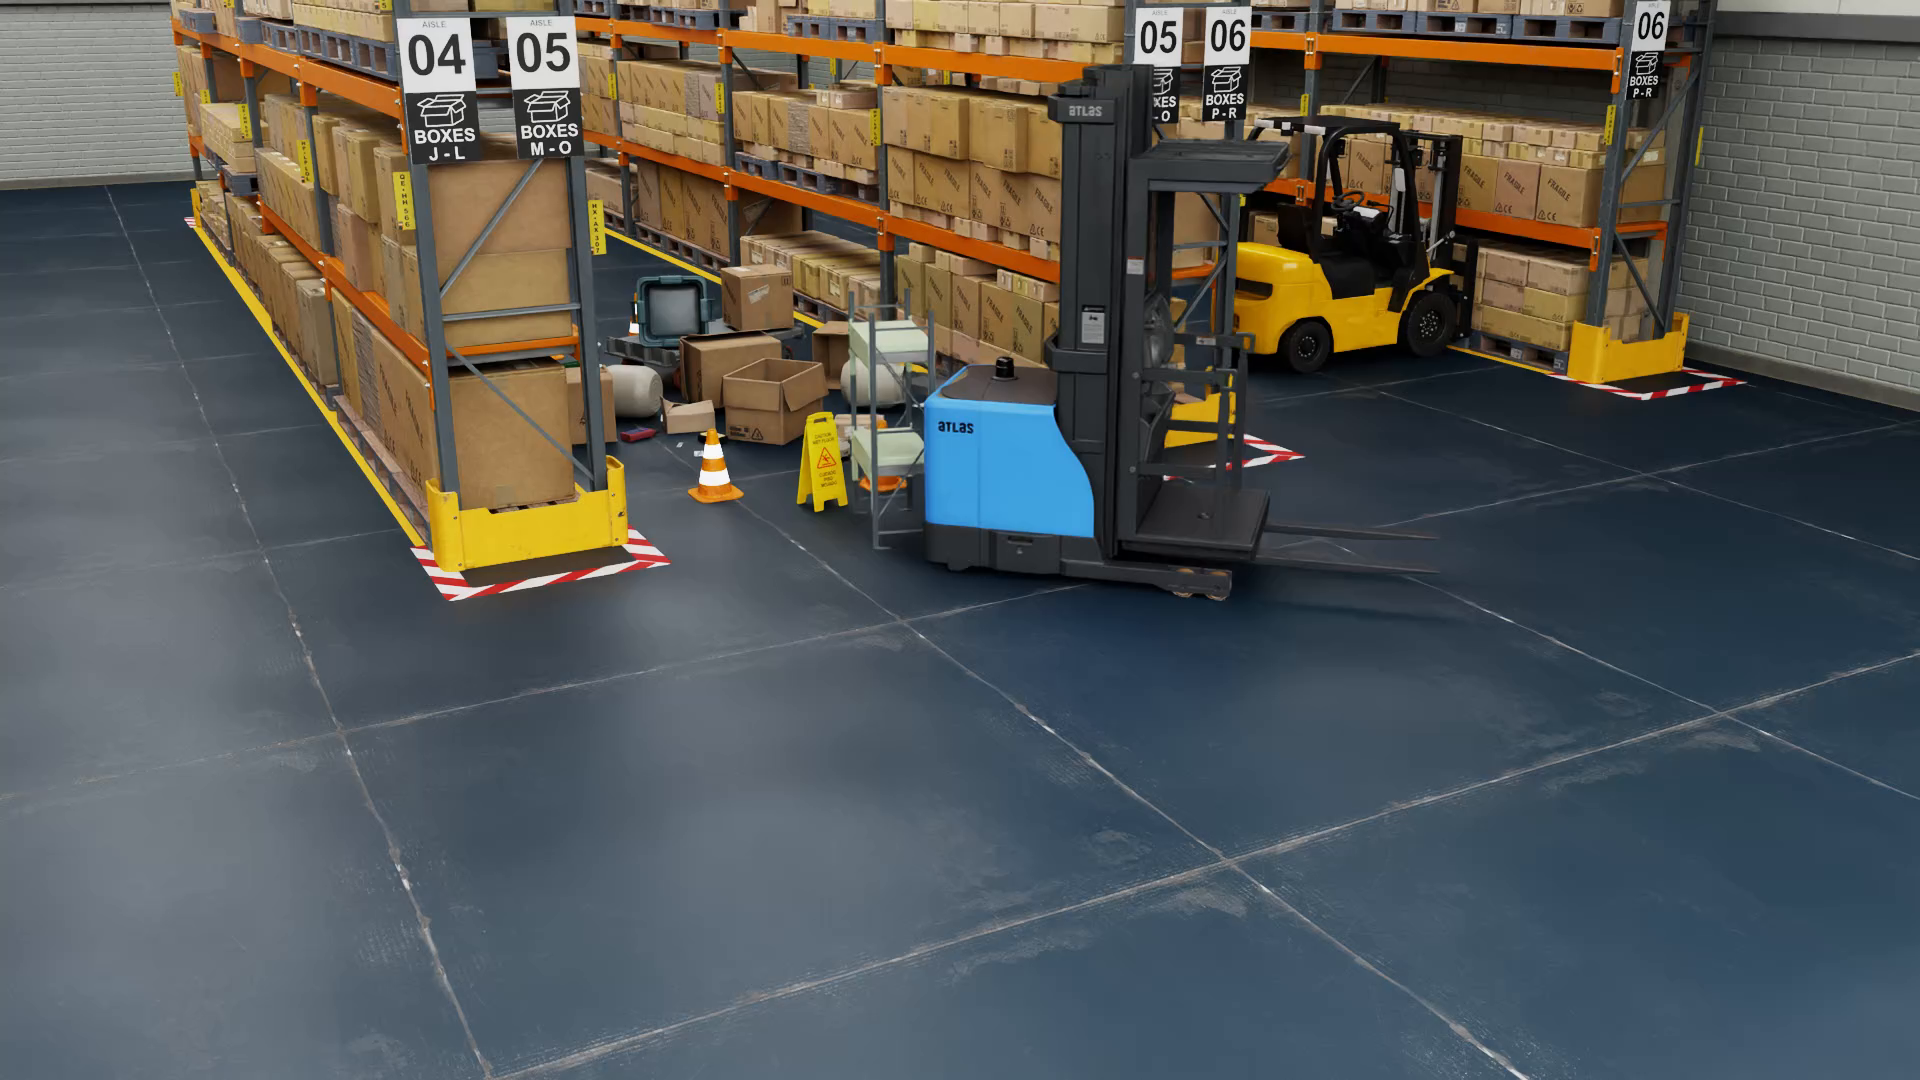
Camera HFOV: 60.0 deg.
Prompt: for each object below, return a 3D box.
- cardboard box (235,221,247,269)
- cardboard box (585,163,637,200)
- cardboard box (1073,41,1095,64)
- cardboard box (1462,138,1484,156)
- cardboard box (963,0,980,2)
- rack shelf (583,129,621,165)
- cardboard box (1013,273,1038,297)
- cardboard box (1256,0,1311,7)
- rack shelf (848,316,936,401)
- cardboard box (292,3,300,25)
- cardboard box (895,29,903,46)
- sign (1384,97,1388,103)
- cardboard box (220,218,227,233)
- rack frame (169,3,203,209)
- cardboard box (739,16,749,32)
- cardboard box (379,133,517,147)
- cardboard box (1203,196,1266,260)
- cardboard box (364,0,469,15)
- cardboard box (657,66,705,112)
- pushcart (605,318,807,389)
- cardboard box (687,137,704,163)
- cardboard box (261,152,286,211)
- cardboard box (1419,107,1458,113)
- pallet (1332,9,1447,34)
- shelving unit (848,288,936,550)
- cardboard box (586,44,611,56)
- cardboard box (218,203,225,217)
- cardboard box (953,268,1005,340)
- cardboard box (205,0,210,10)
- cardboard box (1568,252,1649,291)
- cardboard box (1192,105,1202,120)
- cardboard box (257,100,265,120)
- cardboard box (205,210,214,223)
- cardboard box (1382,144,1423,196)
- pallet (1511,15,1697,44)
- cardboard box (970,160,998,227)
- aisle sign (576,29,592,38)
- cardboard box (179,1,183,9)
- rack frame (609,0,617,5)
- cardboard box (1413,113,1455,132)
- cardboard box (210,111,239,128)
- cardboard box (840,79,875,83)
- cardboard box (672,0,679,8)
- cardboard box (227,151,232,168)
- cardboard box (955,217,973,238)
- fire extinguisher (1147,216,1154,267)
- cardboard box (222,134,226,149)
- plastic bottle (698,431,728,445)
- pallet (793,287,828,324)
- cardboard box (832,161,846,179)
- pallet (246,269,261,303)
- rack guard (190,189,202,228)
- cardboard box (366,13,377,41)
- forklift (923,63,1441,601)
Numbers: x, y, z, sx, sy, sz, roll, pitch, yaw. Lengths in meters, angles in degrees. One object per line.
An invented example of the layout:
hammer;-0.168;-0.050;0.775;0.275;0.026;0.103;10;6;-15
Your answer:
cardboard box;-8.023;-3.419;19.130;0.500;0.500;0.500;-9;21;-24
cardboard box;-5.141;-5.303;24.686;0.875;0.438;0.875;-9;21;-25
cardboard box;1.051;-3.583;12.202;0.380;0.149;0.250;-10;21;-26
cardboard box;4.938;-3.703;15.615;0.380;0.149;0.250;-10;21;-26
cardboard box;0.243;-4.476;13.569;0.380;0.149;0.250;-10;22;-27
rack shelf;-5.034;-5.837;24.052;1.077;0.370;4.000;-10;21;-27
cardboard box;0.654;-2.075;13.474;0.380;0.149;0.250;-10;21;-26
cardboard box;3.523;-5.868;17.779;0.500;0.311;0.500;-11;22;-28
rack shelf;-0.435;-1.152;10.473;0.431;0.370;0.720;-4;20;-12
cardboard box;-4.720;-3.899;12.320;0.380;0.149;0.250;-10;22;-28
cardboard box;-0.354;-4.477;14.793;0.380;0.149;0.250;-10;22;-27
sign;4.569;-4.609;17.942;0.100;0.325;0.005;-10;21;-27
cardboard box;-8.962;-3.916;20.651;0.380;0.149;0.250;-11;22;-29
rack frame;-10.292;-5.955;23.292;1.000;3.000;0.127;-10;21;-27
cardboard box;-2.185;-5.637;18.156;0.380;0.149;0.250;-10;21;-27
cardboard box;-3.325;-2.382;11.050;0.875;0.550;0.550;-10;21;-27
cardboard box;3.103;-3.740;19.868;0.875;0.625;0.625;-11;22;-29
cardboard box;-3.173;-3.193;9.665;0.500;0.250;0.500;-10;21;-26
cardboard box;-3.376;-5.518;20.339;0.500;0.500;0.500;-10;22;-28
pushcart;-2.268;-1.699;14.978;0.936;0.377;1.648;16;25;39
cardboard box;-2.910;-4.633;19.689;0.500;0.250;0.500;-10;21;-26
cardboard box;-6.274;-3.390;15.704;0.500;0.500;0.500;-10;22;-27
cardboard box;4.892;-4.311;16.924;0.380;0.149;0.250;-10;22;-28
pallet;4.509;-5.212;16.673;1.003;0.211;1.213;-10;21;-27
shelving unit;-0.435;-0.783;10.601;0.431;1.500;0.755;-4;20;-12
cardboard box;-4.937;-6.770;22.973;0.380;0.149;0.250;-10;21;-27
cardboard box;-9.072;-4.139;20.841;0.380;0.149;0.250;-10;22;-27
cardboard box;0.266;-2.047;14.388;0.500;0.500;0.500;-9;21;-24
cardboard box;-8.160;-6.096;18.595;0.500;0.311;0.500;-10;22;-27
cardboard box;5.919;-2.467;15.220;0.500;0.250;0.500;-10;22;-27
cardboard box;2.896;-4.920;19.144;0.380;0.149;0.250;-11;22;-28
cardboard box;-8.406;-5.176;20.425;0.500;0.500;0.500;-10;22;-28
cardboard box;-9.980;-4.383;22.462;0.380;0.149;0.250;-10;21;-26
cardboard box;4.565;-3.664;16.497;0.500;0.500;0.500;-10;22;-27
pallet;5.667;-4.511;14.643;1.003;0.211;1.213;-10;21;-27
cardboard box;0.421;-2.896;13.817;0.500;0.500;0.500;-10;21;-26
aisle sign;-5.745;-8.049;25.373;0.394;0.787;0.004;-10;21;-27
cardboard box;-9.566;-6.687;21.042;0.500;0.250;0.500;-10;21;-27
rack frame;-4.085;-8.439;21.292;1.000;3.000;0.127;-10;21;-27
cardboard box;4.653;-4.076;16.241;0.380;0.149;0.250;-10;21;-27
cardboard box;-7.996;-4.613;18.230;0.380;0.149;0.250;-9;21;-25
cardboard box;-1.639;-7.419;27.307;0.500;0.250;0.500;-10;21;-26
cardboard box;-3.147;-6.349;19.395;0.396;0.266;0.258;-11;22;-28
cardboard box;-7.371;-3.954;17.234;0.380;0.149;0.250;-10;21;-26
cardboard box;0.181;-2.679;14.181;0.380;0.149;0.250;-10;21;-26
fire extinguisher;1.263;-2.017;11.998;0.296;0.674;0.183;-10;21;-27
cardboard box;-7.503;-4.174;17.414;0.380;0.149;0.250;-10;21;-27
plastic bottle;-1.927;-0.788;12.822;0.283;0.061;0.133;16;25;39
pallet;-1.240;-2.562;17.733;1.003;0.211;1.213;-10;21;-27
cardboard box;-1.037;-3.638;16.317;0.380;0.149;0.250;-10;22;-28
pallet;-7.439;-2.915;18.756;1.003;0.211;1.213;-10;21;-27
rack guard;-10.256;-4.752;23.636;1.175;0.500;0.348;-10;21;-27
cardboard box;-3.270;-3.023;9.782;0.380;0.149;0.250;-10;21;-26
forklift;1.349;-1.228;9.696;3.031;2.935;1.130;5;20;14
